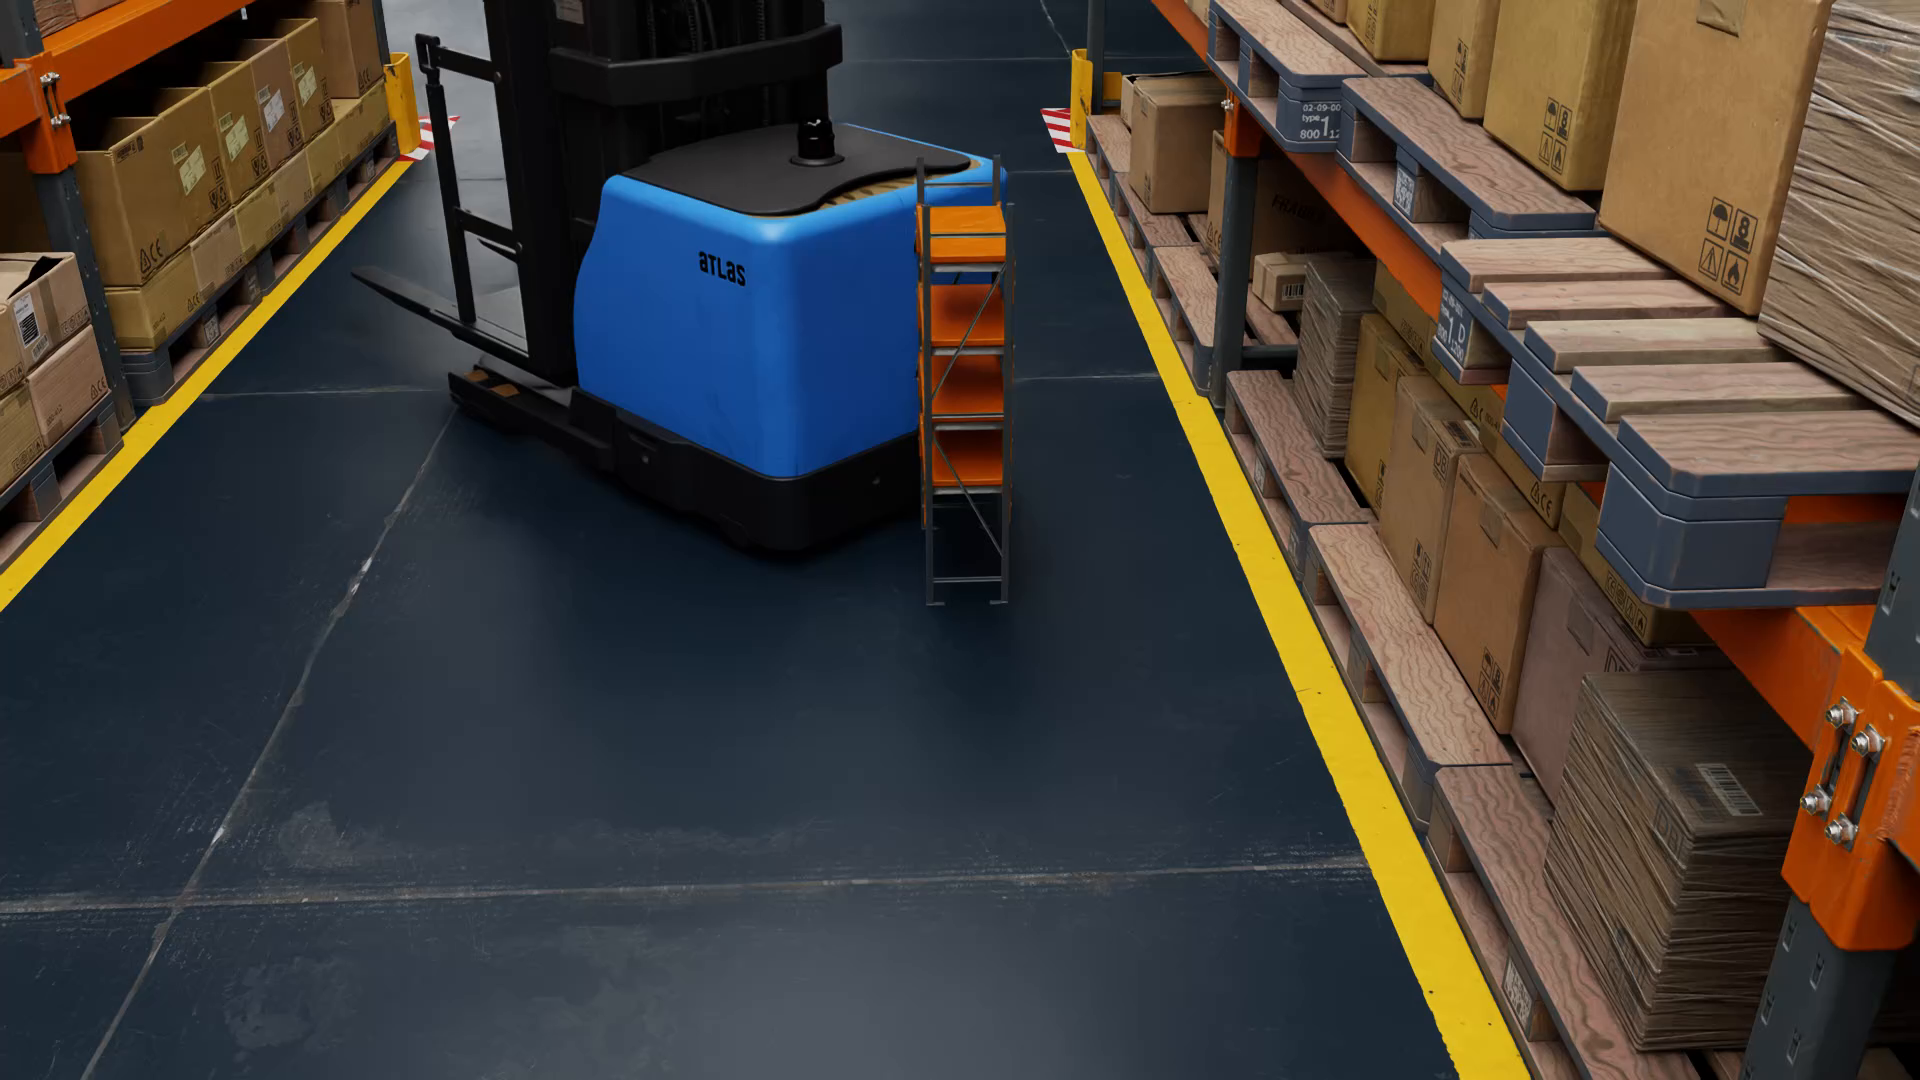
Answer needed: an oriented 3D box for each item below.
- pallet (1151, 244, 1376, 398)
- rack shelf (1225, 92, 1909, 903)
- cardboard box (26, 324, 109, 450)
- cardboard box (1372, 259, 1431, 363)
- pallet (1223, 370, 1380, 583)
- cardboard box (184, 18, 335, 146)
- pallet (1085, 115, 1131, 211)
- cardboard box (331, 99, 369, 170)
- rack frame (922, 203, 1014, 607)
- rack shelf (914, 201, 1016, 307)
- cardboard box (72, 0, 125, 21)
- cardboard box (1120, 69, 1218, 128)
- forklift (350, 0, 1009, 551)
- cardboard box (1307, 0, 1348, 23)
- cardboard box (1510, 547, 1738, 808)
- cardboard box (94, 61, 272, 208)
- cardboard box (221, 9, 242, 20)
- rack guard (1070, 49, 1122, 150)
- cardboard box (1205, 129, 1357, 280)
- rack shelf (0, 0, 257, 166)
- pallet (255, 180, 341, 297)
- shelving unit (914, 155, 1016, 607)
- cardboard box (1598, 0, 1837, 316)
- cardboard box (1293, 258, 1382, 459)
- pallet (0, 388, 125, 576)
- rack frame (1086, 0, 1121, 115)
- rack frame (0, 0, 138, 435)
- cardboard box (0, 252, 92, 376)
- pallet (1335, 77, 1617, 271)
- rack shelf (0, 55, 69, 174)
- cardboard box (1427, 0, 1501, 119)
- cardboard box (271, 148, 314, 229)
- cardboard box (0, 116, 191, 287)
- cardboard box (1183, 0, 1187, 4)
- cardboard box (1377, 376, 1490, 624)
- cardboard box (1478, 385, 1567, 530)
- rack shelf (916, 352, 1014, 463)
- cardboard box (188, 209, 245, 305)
[{"bbox_3d":[1.370,-0.919,6.784,1.003,0.211,1.213,-1,28,-3],"label":"pallet"},{"bbox_3d":[1.545,-0.604,3.942,1.077,0.370,4.000,-1,28,-3],"label":"rack shelf"},{"bbox_3d":[-3.195,-0.508,5.499,0.500,0.250,0.500,-2,28,-3],"label":"cardboard box"},{"bbox_3d":[1.522,-0.723,4.809,0.500,0.250,0.500,-2,28,-4],"label":"cardboard box"},{"bbox_3d":[1.483,-0.251,5.502,1.003,0.211,1.213,-1,28,-3],"label":"pallet"},{"bbox_3d":[-3.323,-2.170,7.875,0.500,0.500,0.500,-1,28,-3],"label":"cardboard box"},{"bbox_3d":[1.243,-2.046,8.945,1.003,0.211,1.213,-1,28,-3],"label":"pallet"},{"bbox_3d":[-3.354,-2.068,8.491,0.500,0.250,0.500,-1,28,-3],"label":"cardboard box"},{"bbox_3d":[0.021,-0.343,4.610,0.240,1.200,0.015,-1,28,-3],"label":"rack frame"},{"bbox_3d":[0.009,-0.804,4.644,0.258,0.148,0.480,-1,28,-3],"label":"rack shelf"},{"bbox_3d":[-3.569,-2.218,6.150,0.700,0.500,0.500,-2,28,-3],"label":"cardboard box"},{"bbox_3d":[1.178,-2.375,8.992,0.500,0.311,0.500,-4,28,-8],"label":"cardboard box"},{"bbox_3d":[-1.233,-1.845,5.619,3.031,2.935,1.130,25,36,39],"label":"forklift"},{"bbox_3d":[1.433,-1.850,4.970,0.700,0.500,0.500,-1,28,-2],"label":"cardboard box"},{"bbox_3d":[1.649,0.342,3.578,0.700,0.500,0.500,-1,28,-3],"label":"cardboard box"},{"bbox_3d":[-3.270,-1.708,6.990,0.500,0.500,0.500,-1,28,-3],"label":"cardboard box"},{"bbox_3d":[-3.881,-2.388,8.293,0.500,0.500,0.500,-1,28,-3],"label":"cardboard box"},{"bbox_3d":[1.236,-2.550,9.599,1.175,0.500,0.348,-1,28,-3],"label":"rack guard"},{"bbox_3d":[1.347,-1.412,6.940,0.500,0.500,0.500,-3,28,-7],"label":"cardboard box"},{"bbox_3d":[-3.610,-2.330,7.251,1.077,0.370,4.000,-1,28,-3],"label":"rack shelf"},{"bbox_3d":[-3.572,-1.422,7.748,1.003,0.211,1.213,-1,28,-3],"label":"pallet"},{"bbox_3d":[0.009,-0.456,4.826,0.258,1.200,0.503,-1,28,-3],"label":"shelving unit"},{"bbox_3d":[1.559,-0.713,2.789,0.700,0.500,0.500,-4,28,-7],"label":"cardboard box"},{"bbox_3d":[1.496,-0.594,5.372,0.700,0.500,0.500,0,28,-1],"label":"cardboard box"},{"bbox_3d":[-3.429,-0.149,5.308,1.003,0.211,1.213,-1,28,-3],"label":"pallet"},{"bbox_3d":[1.232,-3.694,9.088,1.000,3.000,0.127,-1,28,-3],"label":"rack frame"},{"bbox_3d":[-3.506,-1.725,5.314,1.000,3.000,0.127,-1,28,-3],"label":"rack frame"},{"bbox_3d":[-3.199,-0.761,5.378,0.500,0.311,0.500,-1,28,-3],"label":"cardboard box"},{"bbox_3d":[1.505,-0.827,3.800,1.003,0.211,1.213,-1,28,-3],"label":"pallet"},{"bbox_3d":[-3.402,-0.483,3.709,1.077,0.370,4.000,-1,28,-3],"label":"rack shelf"},{"bbox_3d":[1.521,-1.288,3.893,0.700,0.500,0.500,2,28,4],"label":"cardboard box"},{"bbox_3d":[-3.301,-1.606,7.606,0.500,0.250,0.500,-1,28,-3],"label":"cardboard box"},{"bbox_3d":[-3.218,-1.246,6.104,0.500,0.500,0.500,-1,28,-3],"label":"cardboard box"},{"bbox_3d":[1.096,-2.231,6.424,0.500,0.250,0.500,-1,28,-2],"label":"cardboard box"},{"bbox_3d":[1.559,-0.120,4.463,0.700,0.500,0.500,-1,28,-2],"label":"cardboard box"},{"bbox_3d":[1.561,-0.252,3.906,0.500,0.250,0.500,-2,28,-3],"label":"cardboard box"},{"bbox_3d":[0.009,-0.396,4.857,0.258,0.148,0.480,-1,28,-3],"label":"rack shelf"},{"bbox_3d":[-3.248,-1.145,6.720,0.500,0.250,0.500,-1,28,-3],"label":"cardboard box"}]
